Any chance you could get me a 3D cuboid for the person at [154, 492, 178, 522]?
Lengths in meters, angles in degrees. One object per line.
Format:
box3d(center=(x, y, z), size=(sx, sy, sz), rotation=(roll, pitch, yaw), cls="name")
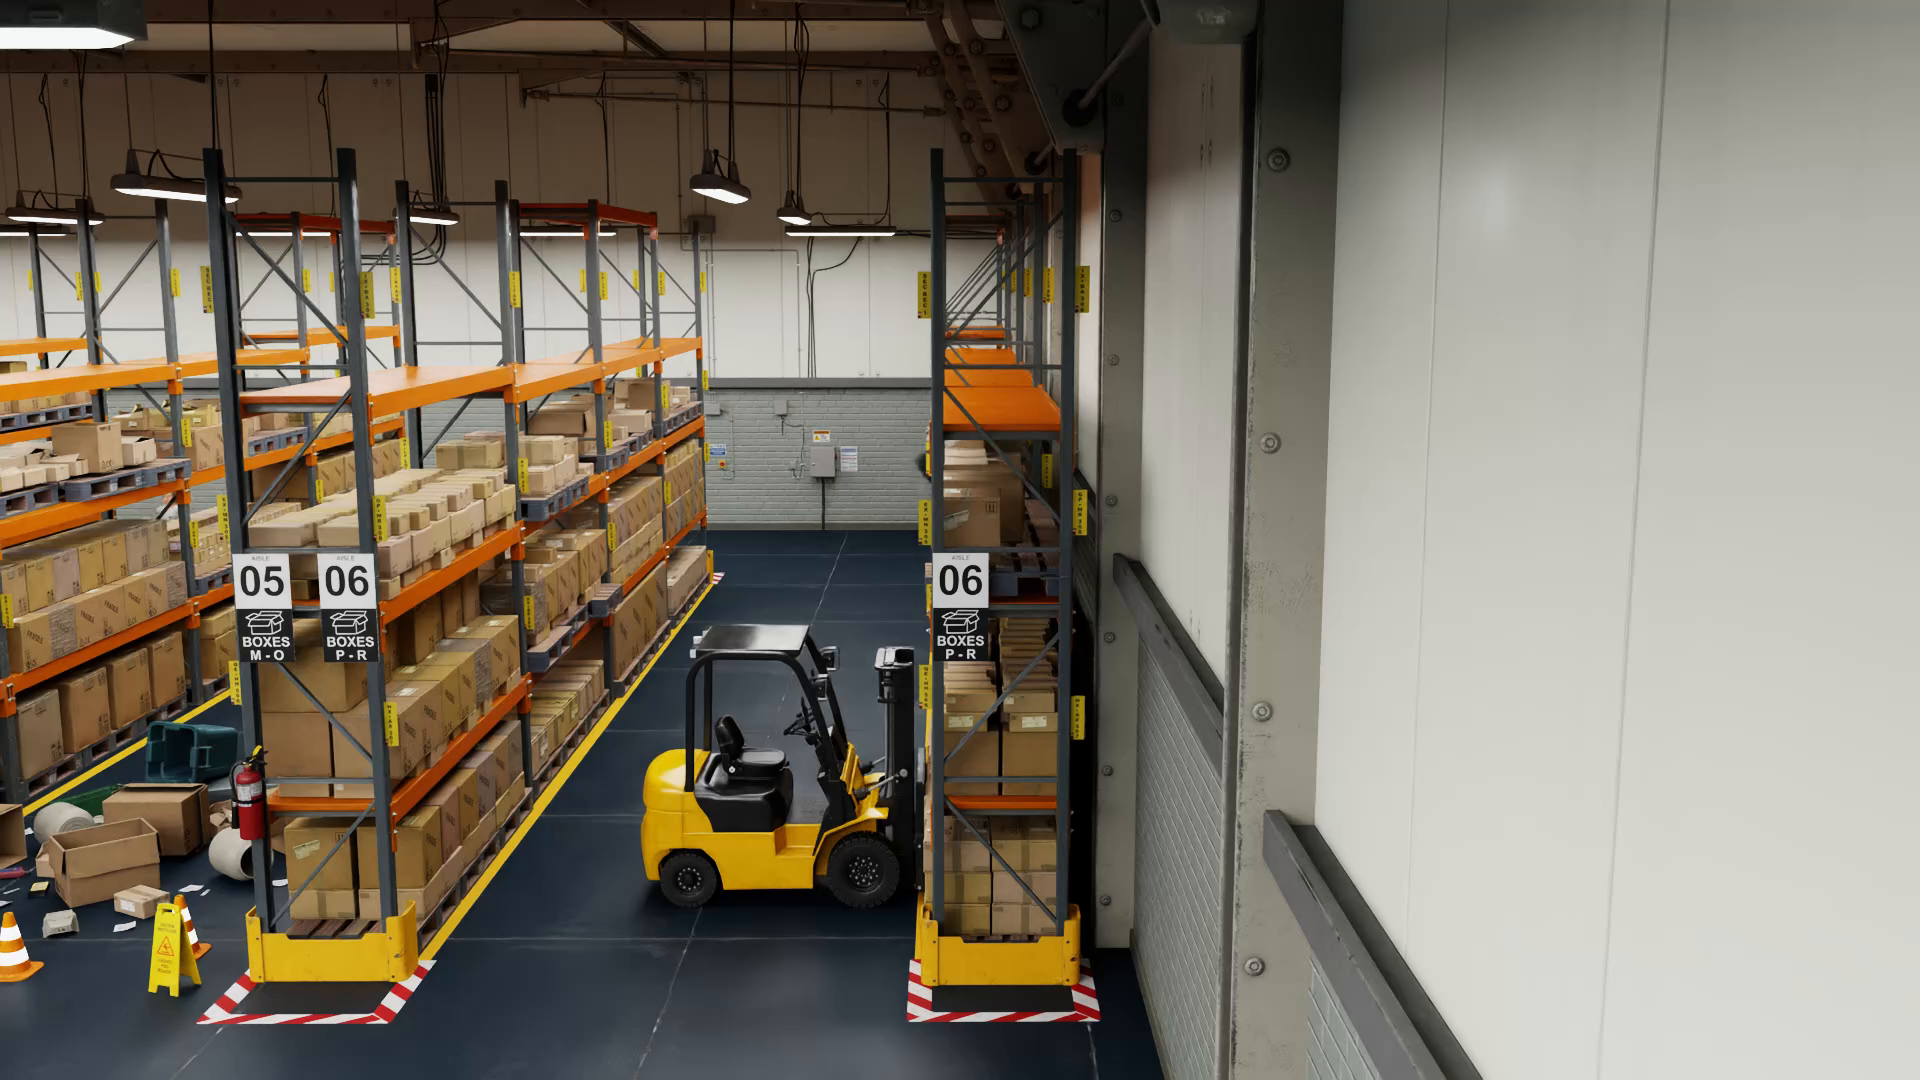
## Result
box3d(center=(-12.853, 0.007, 27.068), size=(0.571, 1.646, 0.957), rotation=(-1, 9, -9), cls="person")
